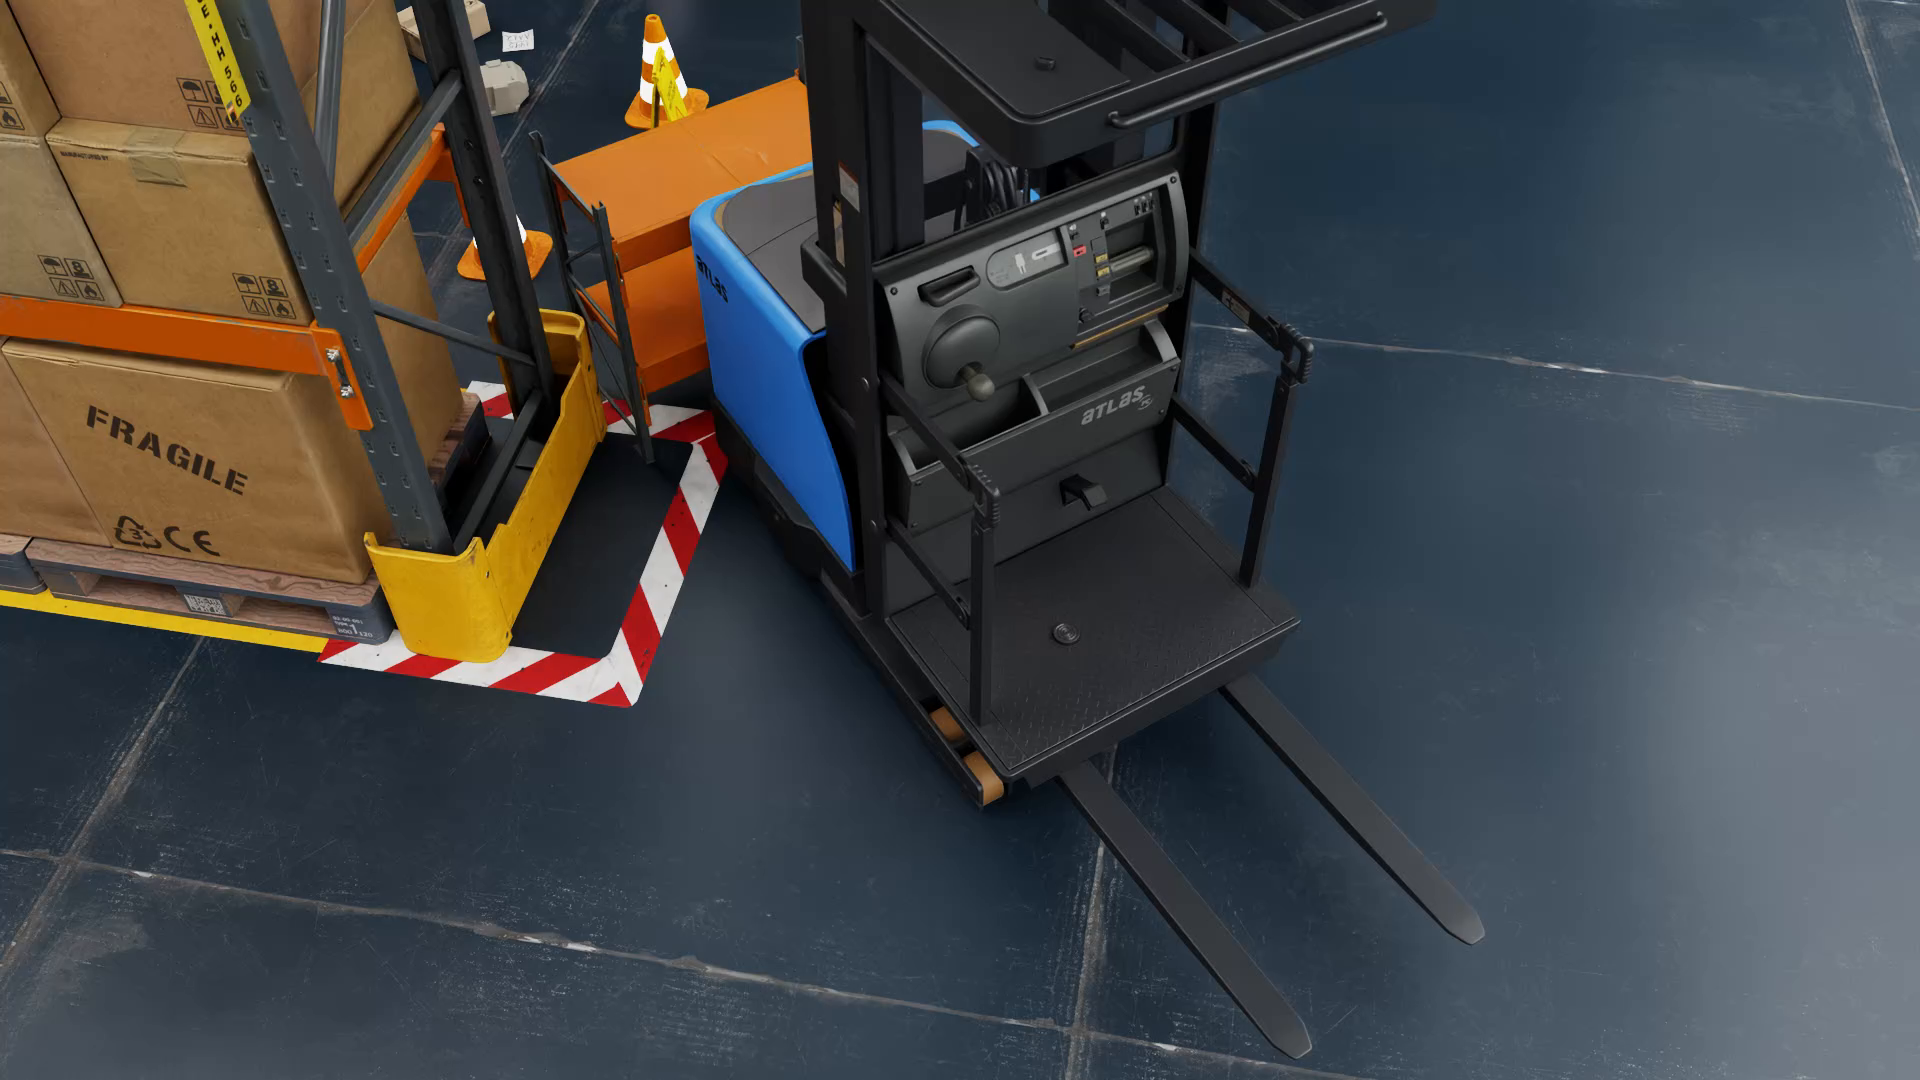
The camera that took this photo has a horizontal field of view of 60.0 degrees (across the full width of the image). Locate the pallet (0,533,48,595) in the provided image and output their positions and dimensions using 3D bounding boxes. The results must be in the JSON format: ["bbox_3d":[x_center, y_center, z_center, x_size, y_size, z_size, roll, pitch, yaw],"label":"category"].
[{"bbox_3d":[-3.582,-0.328,5.903,1.213,0.211,1.003,8,49,7],"label":"pallet"}]

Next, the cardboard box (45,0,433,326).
[{"bbox_3d":[-1.957,-1.115,4.634,0.550,0.550,0.875,8,49,7],"label":"cardboard box"}]

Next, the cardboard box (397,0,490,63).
[{"bbox_3d":[-2.451,-2.427,7.831,0.250,0.149,0.380,32,56,26],"label":"cardboard box"}]

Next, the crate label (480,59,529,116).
[{"bbox_3d":[-2.103,-2.042,7.493,0.298,0.136,0.250,-15,50,-13],"label":"crate label"}]

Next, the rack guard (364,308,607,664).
[{"bbox_3d":[-1.560,-0.210,5.602,0.348,0.500,1.175,8,49,7],"label":"rack guard"}]

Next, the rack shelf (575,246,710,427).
[{"bbox_3d":[-0.838,-0.859,6.094,1.000,0.278,0.538,-27,54,-22],"label":"rack shelf"}]

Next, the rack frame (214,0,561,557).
[{"bbox_3d":[-1.584,-1.048,4.676,0.127,3.000,1.000,8,49,7],"label":"rack frame"}]

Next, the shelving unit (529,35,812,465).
[{"bbox_3d":[-0.838,-1.022,5.912,1.048,1.125,0.538,-27,54,-22],"label":"shelving unit"}]

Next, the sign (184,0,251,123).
[{"bbox_3d":[-1.694,-1.119,3.801,0.005,0.325,0.100,8,49,7],"label":"sign"}]

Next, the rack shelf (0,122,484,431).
[{"bbox_3d":[-3.552,-1.073,5.181,4.000,0.370,1.077,8,49,7],"label":"rack shelf"}]

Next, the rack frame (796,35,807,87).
[{"bbox_3d":[-0.420,-1.238,6.106,0.032,1.125,0.500,-27,54,-22],"label":"rack frame"}]

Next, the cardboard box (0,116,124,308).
[{"bbox_3d":[-2.502,-1.171,4.685,0.550,0.550,0.875,8,49,7],"label":"cardboard box"}]

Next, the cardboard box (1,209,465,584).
[{"bbox_3d":[-2.263,-0.520,5.347,0.875,0.875,0.875,8,49,7],"label":"cardboard box"}]

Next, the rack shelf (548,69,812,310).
[{"bbox_3d":[-0.838,-1.218,5.694,1.000,0.278,0.538,-27,54,-22],"label":"rack shelf"}]

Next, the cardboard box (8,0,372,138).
[{"bbox_3d":[-1.942,-1.537,4.288,0.550,0.550,0.875,8,49,7],"label":"cardboard box"}]

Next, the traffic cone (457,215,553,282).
[{"bbox_3d":[-1.854,-1.310,6.616,0.334,0.463,0.336,8,49,7],"label":"traffic cone"}]

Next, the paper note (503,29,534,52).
[{"bbox_3d":[-2.087,-2.361,7.851,0.142,0.019,0.148,-7,48,-7],"label":"paper note"}]

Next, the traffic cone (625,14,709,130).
[{"bbox_3d":[-1.318,-2.092,7.319,0.334,0.463,0.336,8,49,7],"label":"traffic cone"}]

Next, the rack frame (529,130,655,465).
[{"bbox_3d":[-1.256,-0.807,5.719,0.032,1.125,0.500,-27,54,-22],"label":"rack frame"}]

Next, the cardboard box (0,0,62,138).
[{"bbox_3d":[-2.500,-1.542,4.292,0.550,0.550,0.875,8,49,7],"label":"cardboard box"}]

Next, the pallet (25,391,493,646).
[{"bbox_3d":[-2.385,-0.165,5.756,1.213,0.211,1.003,8,49,7],"label":"pallet"}]

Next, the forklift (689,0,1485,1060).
[{"bbox_3d":[0.334,-0.585,4.305,1.130,2.935,3.031,-25,53,-21],"label":"forklift"}]

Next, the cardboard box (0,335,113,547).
[{"bbox_3d":[-3.129,-0.635,5.450,0.875,0.875,0.875,7,48,6],"label":"cardboard box"}]

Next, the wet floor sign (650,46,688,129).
[{"bbox_3d":[-1.203,-1.707,6.850,0.232,0.644,0.267,0,48,0],"label":"wet floor sign"}]
